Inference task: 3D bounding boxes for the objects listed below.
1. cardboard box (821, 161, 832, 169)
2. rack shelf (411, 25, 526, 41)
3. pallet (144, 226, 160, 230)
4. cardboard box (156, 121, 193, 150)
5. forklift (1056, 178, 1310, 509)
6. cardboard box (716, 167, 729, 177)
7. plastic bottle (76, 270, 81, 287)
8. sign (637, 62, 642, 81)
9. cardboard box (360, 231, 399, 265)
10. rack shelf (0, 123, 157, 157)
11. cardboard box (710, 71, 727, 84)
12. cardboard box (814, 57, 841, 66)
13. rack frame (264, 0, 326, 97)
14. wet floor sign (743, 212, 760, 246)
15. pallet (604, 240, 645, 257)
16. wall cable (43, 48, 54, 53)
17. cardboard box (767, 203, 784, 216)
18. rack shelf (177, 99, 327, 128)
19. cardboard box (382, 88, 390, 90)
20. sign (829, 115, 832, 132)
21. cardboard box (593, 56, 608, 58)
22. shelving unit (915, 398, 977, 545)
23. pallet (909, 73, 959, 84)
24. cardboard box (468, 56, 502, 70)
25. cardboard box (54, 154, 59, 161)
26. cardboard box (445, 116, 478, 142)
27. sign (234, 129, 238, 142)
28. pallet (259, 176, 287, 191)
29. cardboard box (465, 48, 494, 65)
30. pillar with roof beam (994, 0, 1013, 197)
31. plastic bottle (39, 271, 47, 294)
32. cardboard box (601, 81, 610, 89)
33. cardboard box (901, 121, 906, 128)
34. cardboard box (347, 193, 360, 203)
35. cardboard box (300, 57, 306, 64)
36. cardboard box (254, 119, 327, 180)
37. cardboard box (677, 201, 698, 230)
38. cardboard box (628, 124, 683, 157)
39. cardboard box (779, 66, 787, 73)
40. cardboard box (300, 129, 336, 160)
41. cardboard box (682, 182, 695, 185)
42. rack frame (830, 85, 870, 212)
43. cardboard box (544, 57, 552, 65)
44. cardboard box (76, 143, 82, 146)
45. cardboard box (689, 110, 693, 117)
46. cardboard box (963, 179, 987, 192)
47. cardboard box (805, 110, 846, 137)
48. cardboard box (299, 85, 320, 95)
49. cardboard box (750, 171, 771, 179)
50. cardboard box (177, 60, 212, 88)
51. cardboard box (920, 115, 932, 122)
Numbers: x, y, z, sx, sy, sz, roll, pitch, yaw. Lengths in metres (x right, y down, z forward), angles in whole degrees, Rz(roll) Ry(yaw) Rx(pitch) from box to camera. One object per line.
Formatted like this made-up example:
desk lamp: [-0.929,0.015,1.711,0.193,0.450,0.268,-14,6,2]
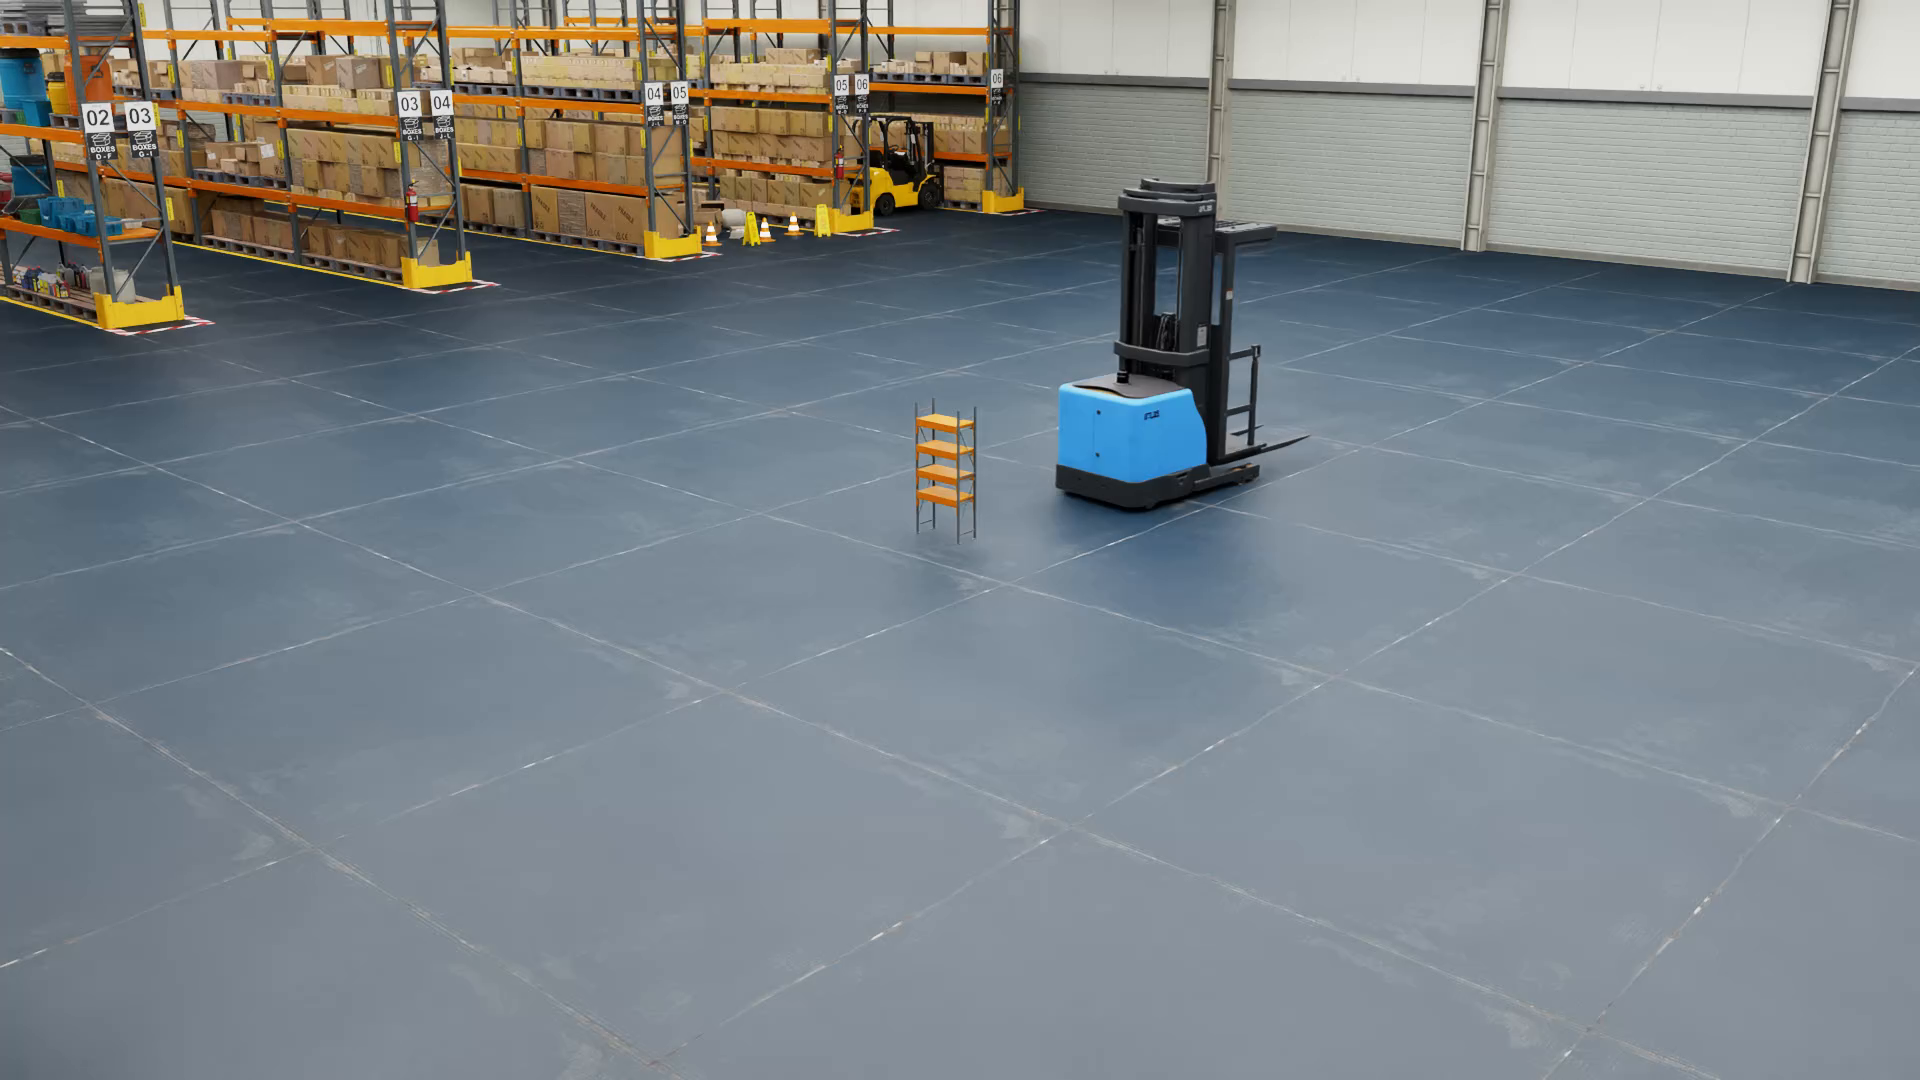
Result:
cardboard box: [-2.721,-7.952,35.172,0.250,0.149,0.380,16,24,41]
rack shelf: [-12.770,-13.182,43.169,4.000,0.370,1.077,15,23,39]
pallet: [-16.309,-6.500,34.793,1.213,0.211,1.003,15,23,39]
cardboard box: [-15.882,-8.217,33.768,0.637,0.503,0.797,16,23,40]
forklift: [2.337,-2.042,16.249,3.031,2.935,1.130,-16,24,-41]
cardboard box: [-6.210,-10.027,44.734,0.500,0.500,0.500,16,24,42]
plastic bottle: [-14.147,-4.204,26.712,0.133,0.283,0.061,15,23,39]
sign: [-5.880,-8.598,30.503,0.005,0.325,0.100,15,23,39]
cardboard box: [-10.259,-5.183,29.470,0.500,0.500,0.500,-16,23,-41]
rack shelf: [-13.661,-6.170,25.374,4.000,0.370,1.077,15,23,39]
cardboard box: [-5.144,-10.198,36.631,0.500,0.250,0.500,14,23,38]
cardboard box: [-3.276,-11.851,41.372,0.500,0.311,0.500,14,22,37]
rack frame: [-11.869,-9.465,29.608,0.127,3.000,1.000,15,23,39]
wet floor sign: [-4.173,-6.224,33.206,0.232,0.644,0.267,11,20,30]
pallet: [-6.159,-5.718,32.329,1.213,0.211,1.003,15,23,39]
wall cable: [-22.786,-15.323,42.748,0.120,5.999,2.277,15,23,39]
cardboard box: [-3.860,-7.245,36.382,0.500,0.250,0.500,14,22,37]
rack shelf: [-13.365,-8.094,31.436,4.000,0.370,1.077,15,23,39]
cardboard box: [-9.665,-7.676,28.517,0.250,0.149,0.380,15,23,39]
sign: [-2.683,-8.626,34.444,0.005,0.325,0.100,15,23,39]
cardboard box: [-7.072,-9.391,32.570,0.250,0.149,0.380,15,23,39]
shelving unit: [-0.124,-0.605,14.583,0.503,1.200,0.258,15,23,39]
pallet: [-0.436,-10.949,39.388,1.213,0.211,1.003,15,23,39]
cardboard box: [-10.007,-9.950,35.071,0.500,0.500,0.500,15,23,39]
cardboard box: [-19.834,-8.492,36.874,0.250,0.149,0.380,15,23,39]
cardboard box: [-10.785,-8.841,35.742,0.500,0.500,0.700,15,23,38]
sign: [-14.508,-8.048,33.276,0.005,0.325,0.100,15,23,39]
pallet: [-12.344,-6.701,31.132,1.213,0.211,1.003,15,23,39]
cardboard box: [-12.305,-12.444,42.924,0.797,0.503,0.637,-16,24,-41]
pillar with roof beam: [-1.787,-11.398,35.697,0.400,9.000,9.100,15,23,39]
plastic bottle: [-14.369,-4.053,26.124,0.185,0.351,0.144,15,23,39]
cardboard box: [-6.552,-8.605,31.414,0.250,0.149,0.380,15,23,40]
cardboard box: [-1.197,-9.988,39.935,0.250,0.149,0.380,15,23,39]
cardboard box: [-10.419,-5.971,28.930,0.250,0.149,0.380,15,23,39]
cardboard box: [-15.105,-11.152,38.645,0.250,0.149,0.380,16,23,41]
cardboard box: [-12.370,-7.283,30.964,1.000,1.000,1.000,15,23,40]
cardboard box: [-5.998,-6.885,35.299,0.503,0.637,0.797,15,23,39]
cardboard box: [-5.761,-7.574,31.533,0.550,0.550,0.875,15,23,39]
cardboard box: [-3.631,-10.015,35.397,0.250,0.149,0.380,14,22,38]
cardboard box: [-11.326,-7.024,29.523,0.500,0.500,0.500,15,23,39]
cardboard box: [-6.746,-8.183,39.136,0.625,0.372,0.950,16,24,41]
rack frame: [-2.299,-8.045,35.050,0.127,3.000,1.000,15,23,39]
cardboard box: [-7.884,-9.343,32.419,0.250,0.149,0.380,15,23,38]
cardboard box: [-18.746,-8.773,35.861,0.500,0.500,0.500,15,23,40]
cardboard box: [-6.310,-9.724,37.917,0.250,0.149,0.380,14,22,38]
cardboard box: [0.421,-8.323,38.953,0.500,0.250,0.500,15,23,39]
cardboard box: [-2.826,-8.764,35.006,0.500,0.500,0.700,14,23,38]
cardboard box: [-11.396,-7.921,29.292,0.250,0.149,0.380,15,23,40]
cardboard box: [-4.386,-8.030,36.542,0.250,0.149,0.380,17,24,42]
cardboard box: [-14.680,-8.972,32.021,0.500,0.500,0.500,15,23,40]
cardboard box: [-0.743,-10.052,39.647,0.250,0.149,0.380,15,23,39]
